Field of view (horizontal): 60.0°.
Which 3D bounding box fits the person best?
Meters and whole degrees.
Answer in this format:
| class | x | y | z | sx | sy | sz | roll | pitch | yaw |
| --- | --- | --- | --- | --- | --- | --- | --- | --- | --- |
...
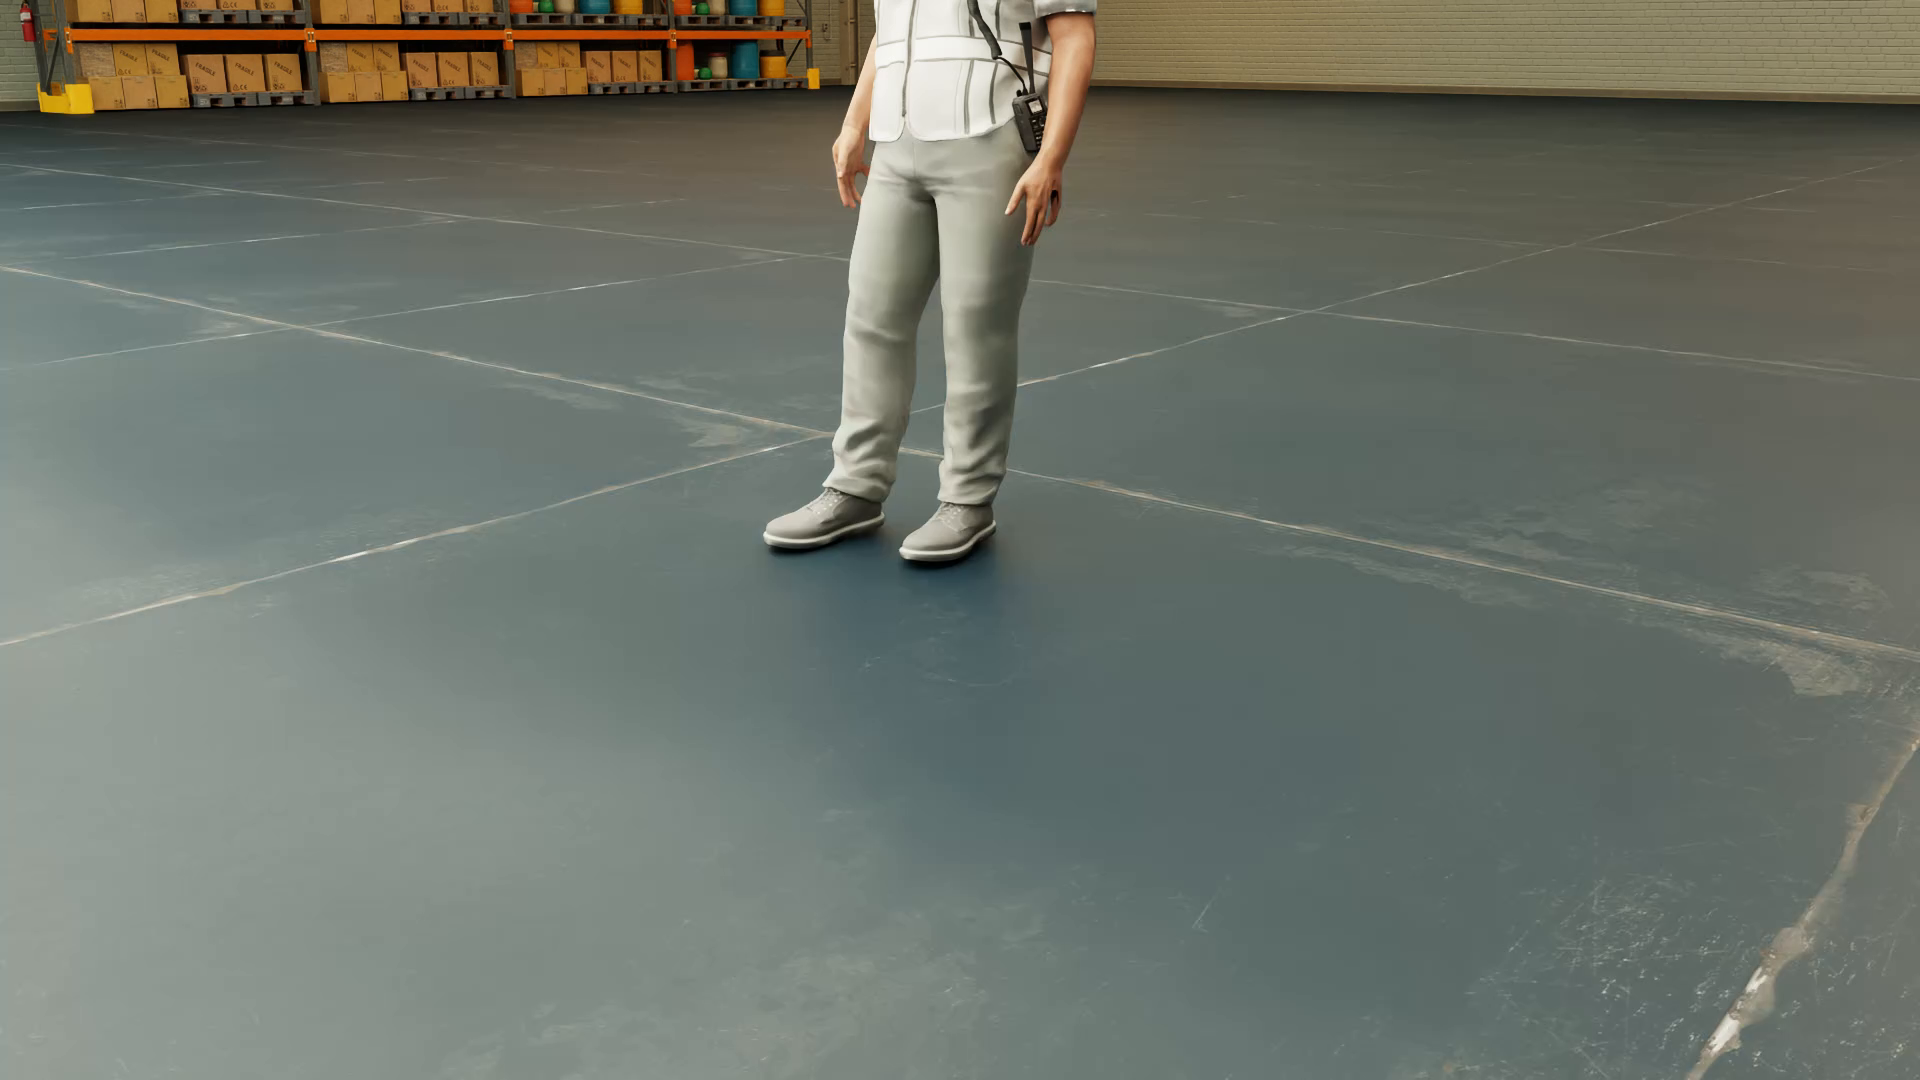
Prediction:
| class | x | y | z | sx | sy | sz | roll | pitch | yaw |
| --- | --- | --- | --- | --- | --- | --- | --- | --- | --- |
| person | -0.059 | -0.844 | 3.631 | 0.640 | 1.781 | 0.575 | 13 | 21 | 37 |
